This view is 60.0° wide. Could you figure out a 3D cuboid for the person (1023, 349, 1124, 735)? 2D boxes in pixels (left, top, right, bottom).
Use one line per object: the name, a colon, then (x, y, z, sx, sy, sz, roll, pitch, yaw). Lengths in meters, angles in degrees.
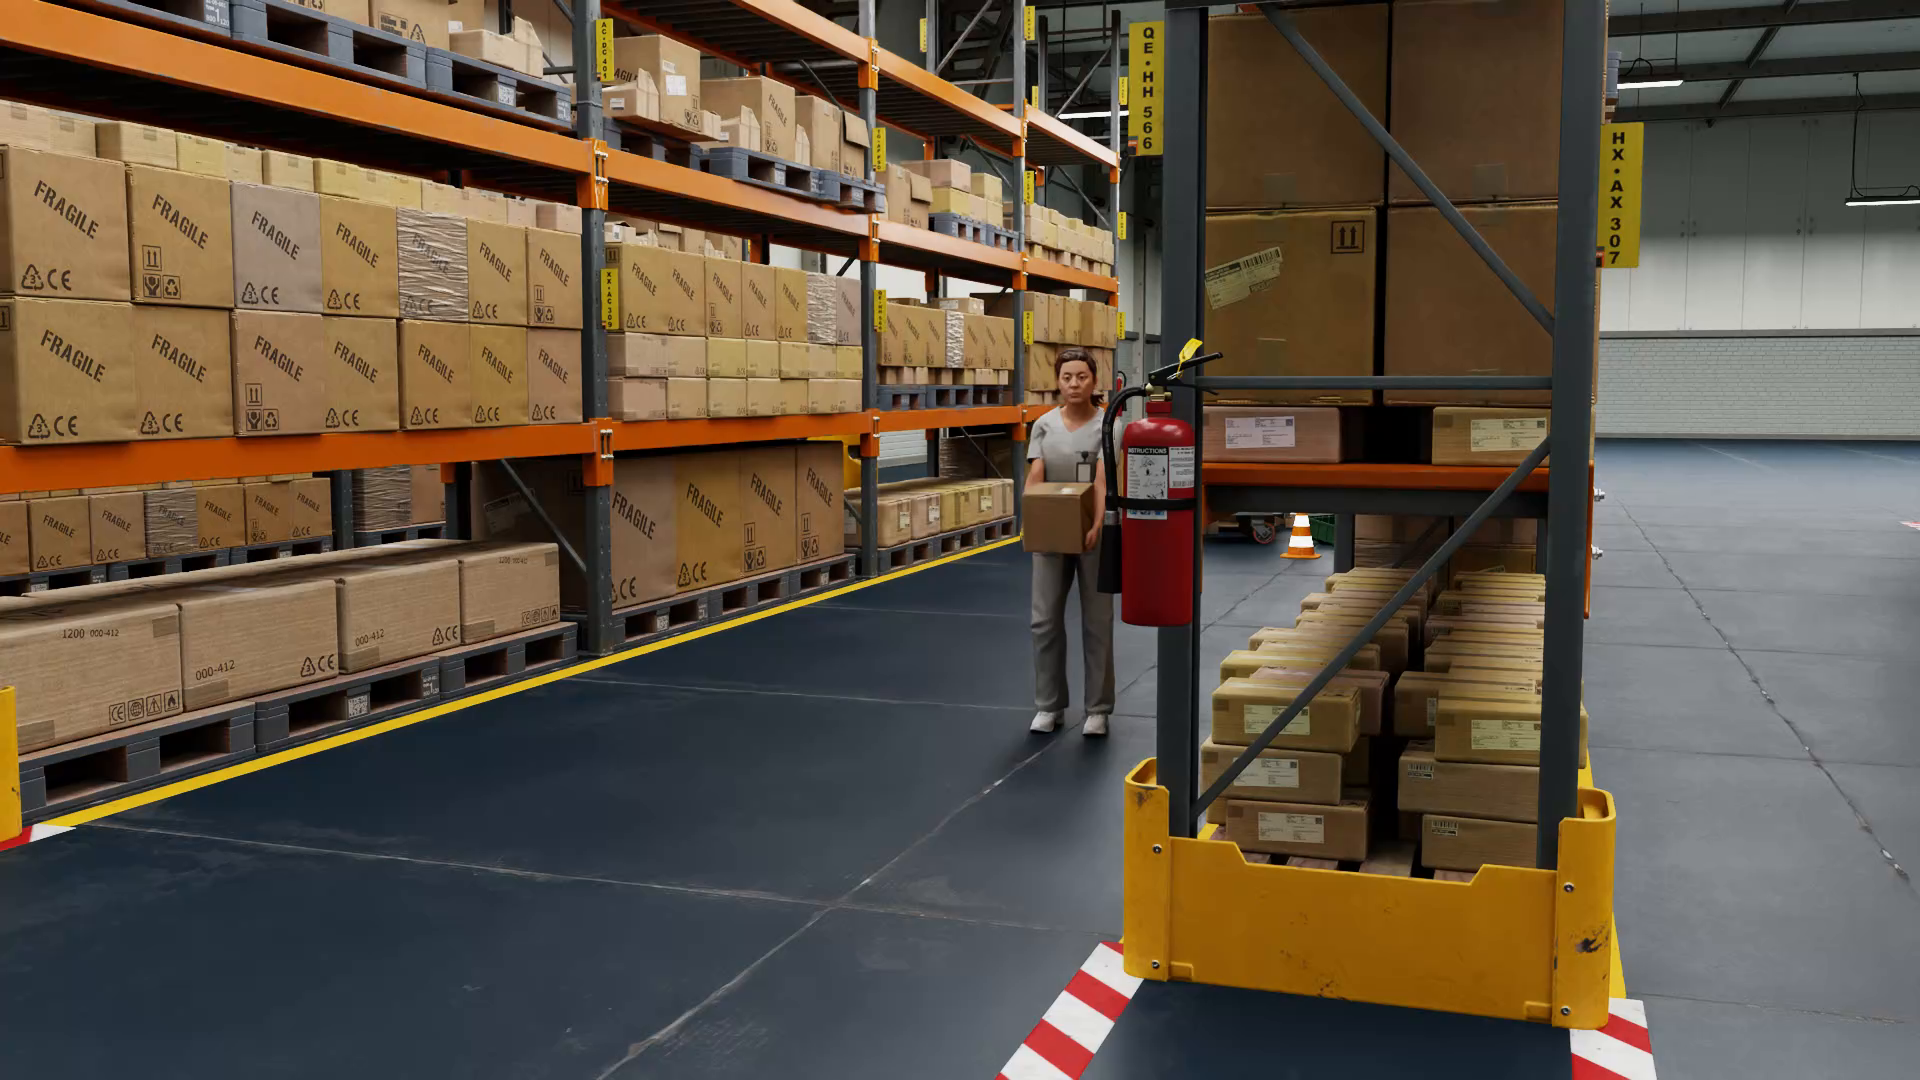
person: (0.482, 0.012, 7.161, 0.411, 1.666, 0.505, 2, 6, 18)
